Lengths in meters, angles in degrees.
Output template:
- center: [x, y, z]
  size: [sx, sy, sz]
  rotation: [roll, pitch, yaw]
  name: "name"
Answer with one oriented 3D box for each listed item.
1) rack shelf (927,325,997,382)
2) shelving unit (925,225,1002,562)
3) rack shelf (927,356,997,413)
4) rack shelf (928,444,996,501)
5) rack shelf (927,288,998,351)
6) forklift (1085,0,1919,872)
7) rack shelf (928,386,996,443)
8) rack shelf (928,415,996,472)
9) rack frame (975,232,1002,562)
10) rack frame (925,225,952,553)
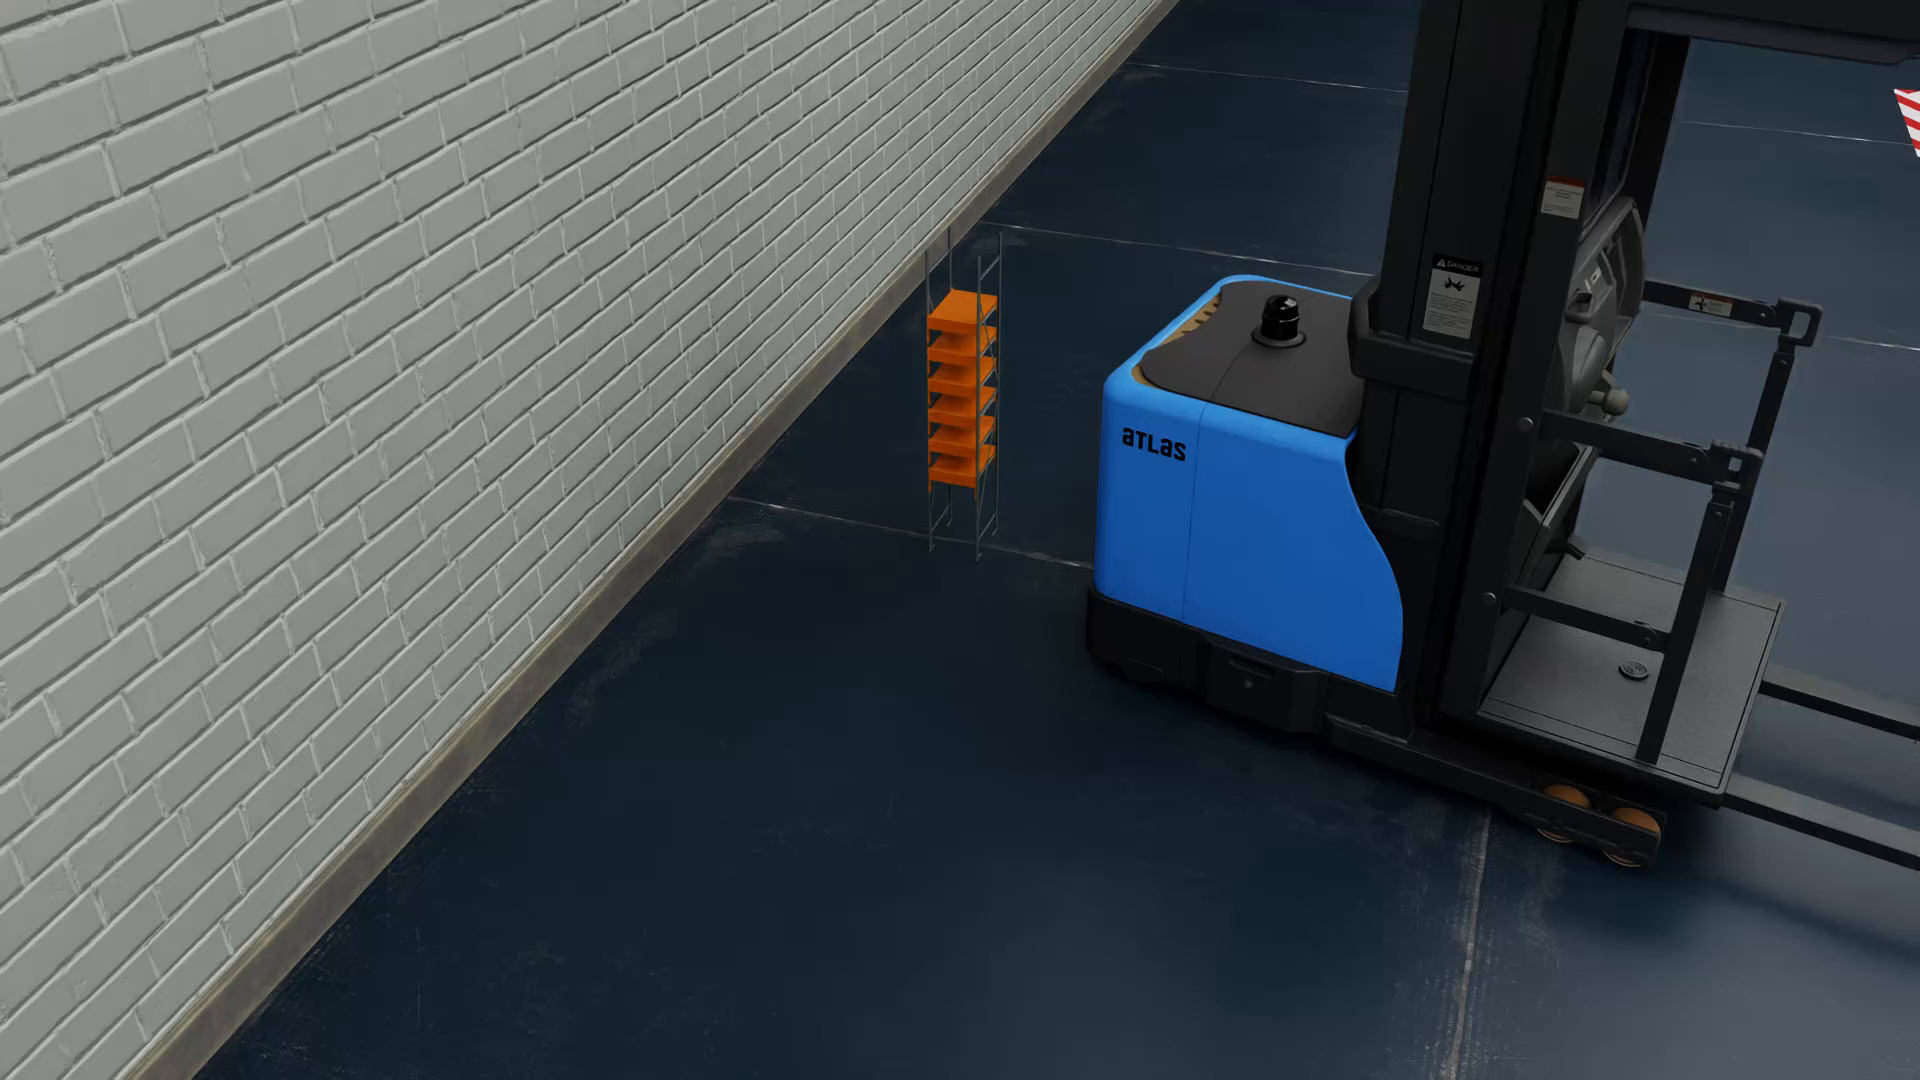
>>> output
- center: [0.014, -0.666, 5.814]
  size: [0.180, 0.103, 0.258]
  rotation: [11, 34, 16]
  name: "rack shelf"
- center: [0.014, -0.501, 5.920]
  size: [0.189, 1.200, 0.258]
  rotation: [11, 34, 16]
  name: "shelving unit"
- center: [0.014, -0.565, 5.879]
  size: [0.180, 0.103, 0.258]
  rotation: [11, 34, 16]
  name: "rack shelf"
- center: [0.014, -0.262, 6.075]
  size: [0.180, 0.103, 0.258]
  rotation: [11, 34, 16]
  name: "rack shelf"
- center: [0.014, -0.767, 5.749]
  size: [0.180, 0.103, 0.258]
  rotation: [11, 34, 16]
  name: "rack shelf"
- center: [1.947, -0.622, 4.511]
  size: [3.031, 2.935, 1.130]
  rotation: [18, 37, 26]
  name: "forklift"
- center: [0.014, -0.464, 5.945]
  size: [0.180, 0.103, 0.258]
  rotation: [11, 34, 16]
  name: "rack shelf"
- center: [0.014, -0.363, 6.010]
  size: [0.180, 0.103, 0.258]
  rotation: [11, 34, 16]
  name: "rack shelf"
- center: [0.100, -0.485, 5.895]
  size: [0.006, 1.200, 0.240]
  rotation: [11, 34, 16]
  name: "rack frame"
- center: [-0.073, -0.518, 5.946]
  size: [0.006, 1.200, 0.240]
  rotation: [11, 34, 16]
  name: "rack frame"
